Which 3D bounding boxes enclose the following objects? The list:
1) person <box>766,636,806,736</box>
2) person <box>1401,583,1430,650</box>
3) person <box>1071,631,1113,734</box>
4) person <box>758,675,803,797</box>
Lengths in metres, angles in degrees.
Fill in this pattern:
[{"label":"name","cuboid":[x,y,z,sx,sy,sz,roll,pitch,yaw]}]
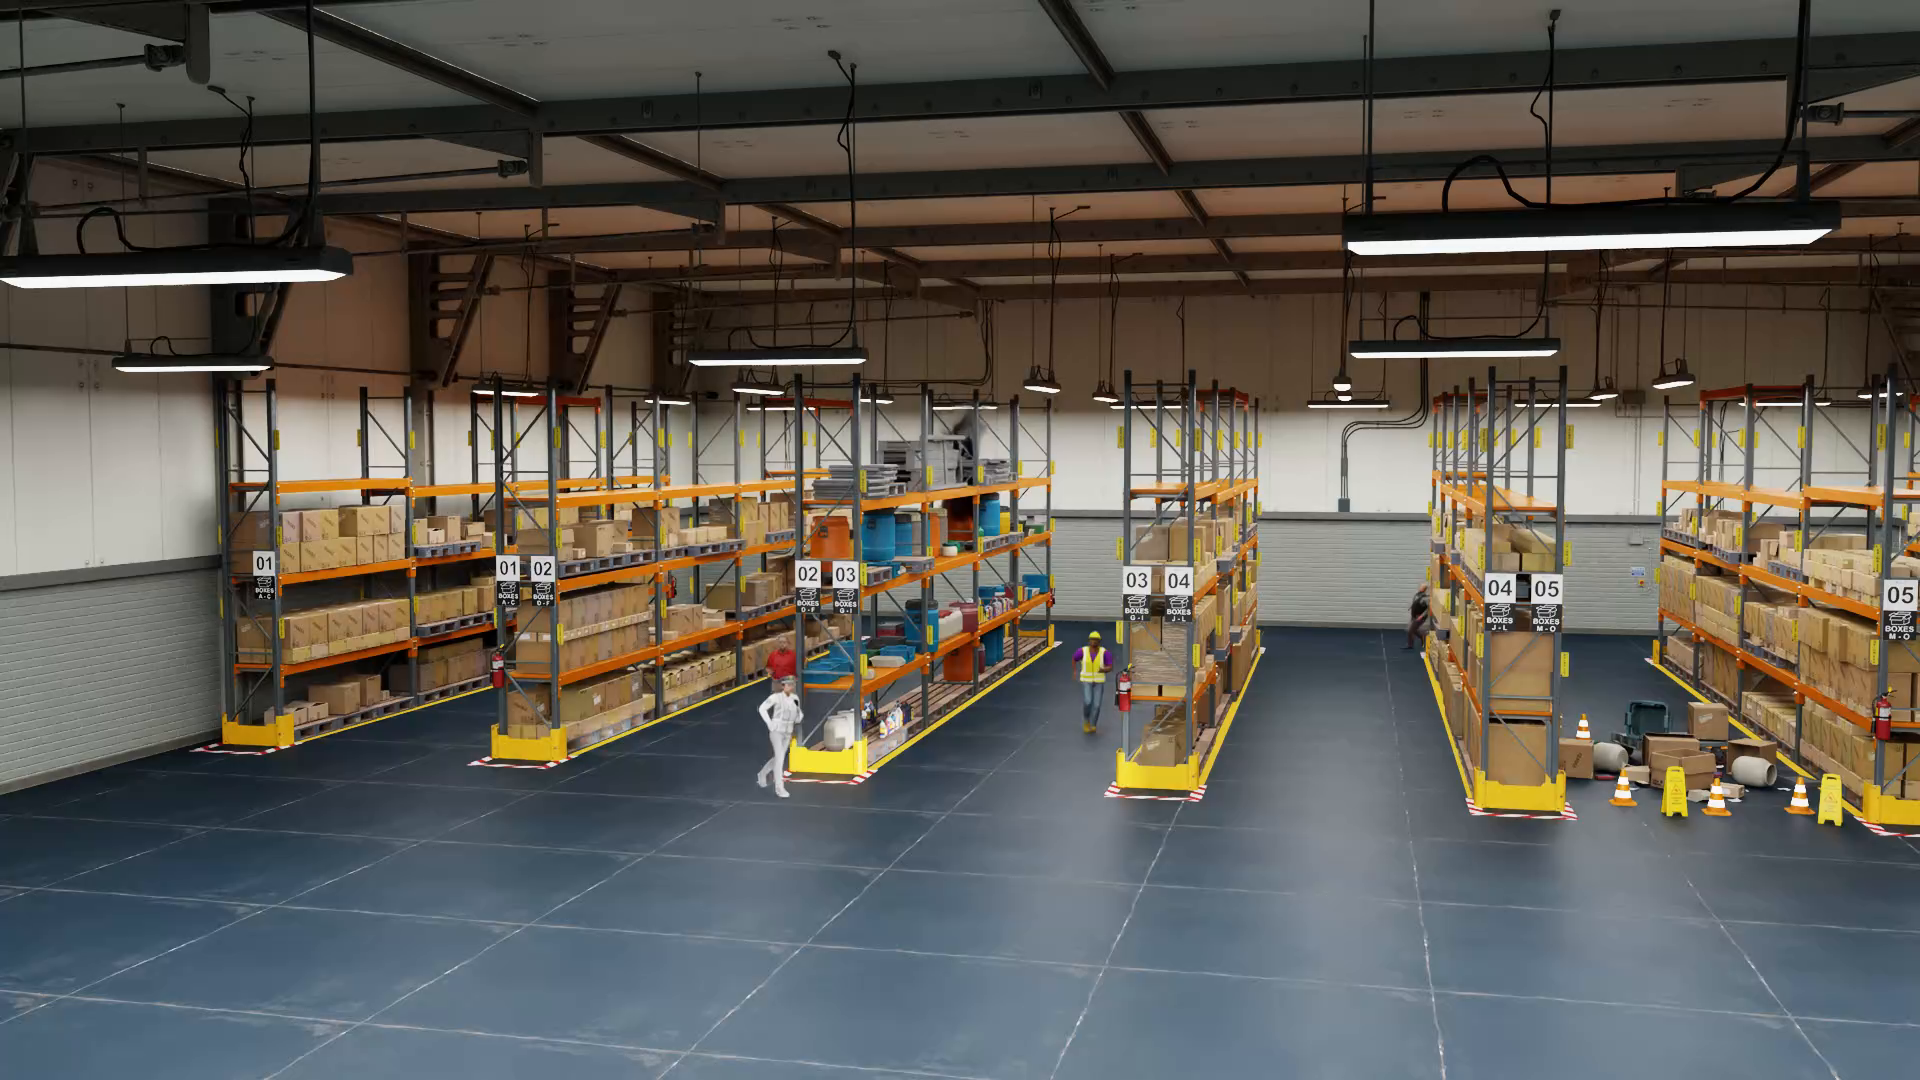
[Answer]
[{"label":"person","cuboid":[-2.953,2.489,27.828,0.643,1.754,0.676,1,3,11]},{"label":"person","cuboid":[10.986,1.822,39.526,0.708,1.620,0.817,-1,4,-16]},{"label":"person","cuboid":[2.258,2.422,28.269,0.692,1.741,0.660,0,3,0]},{"label":"person","cuboid":[-2.549,2.755,23.732,0.622,1.675,0.798,-3,5,-42]}]
